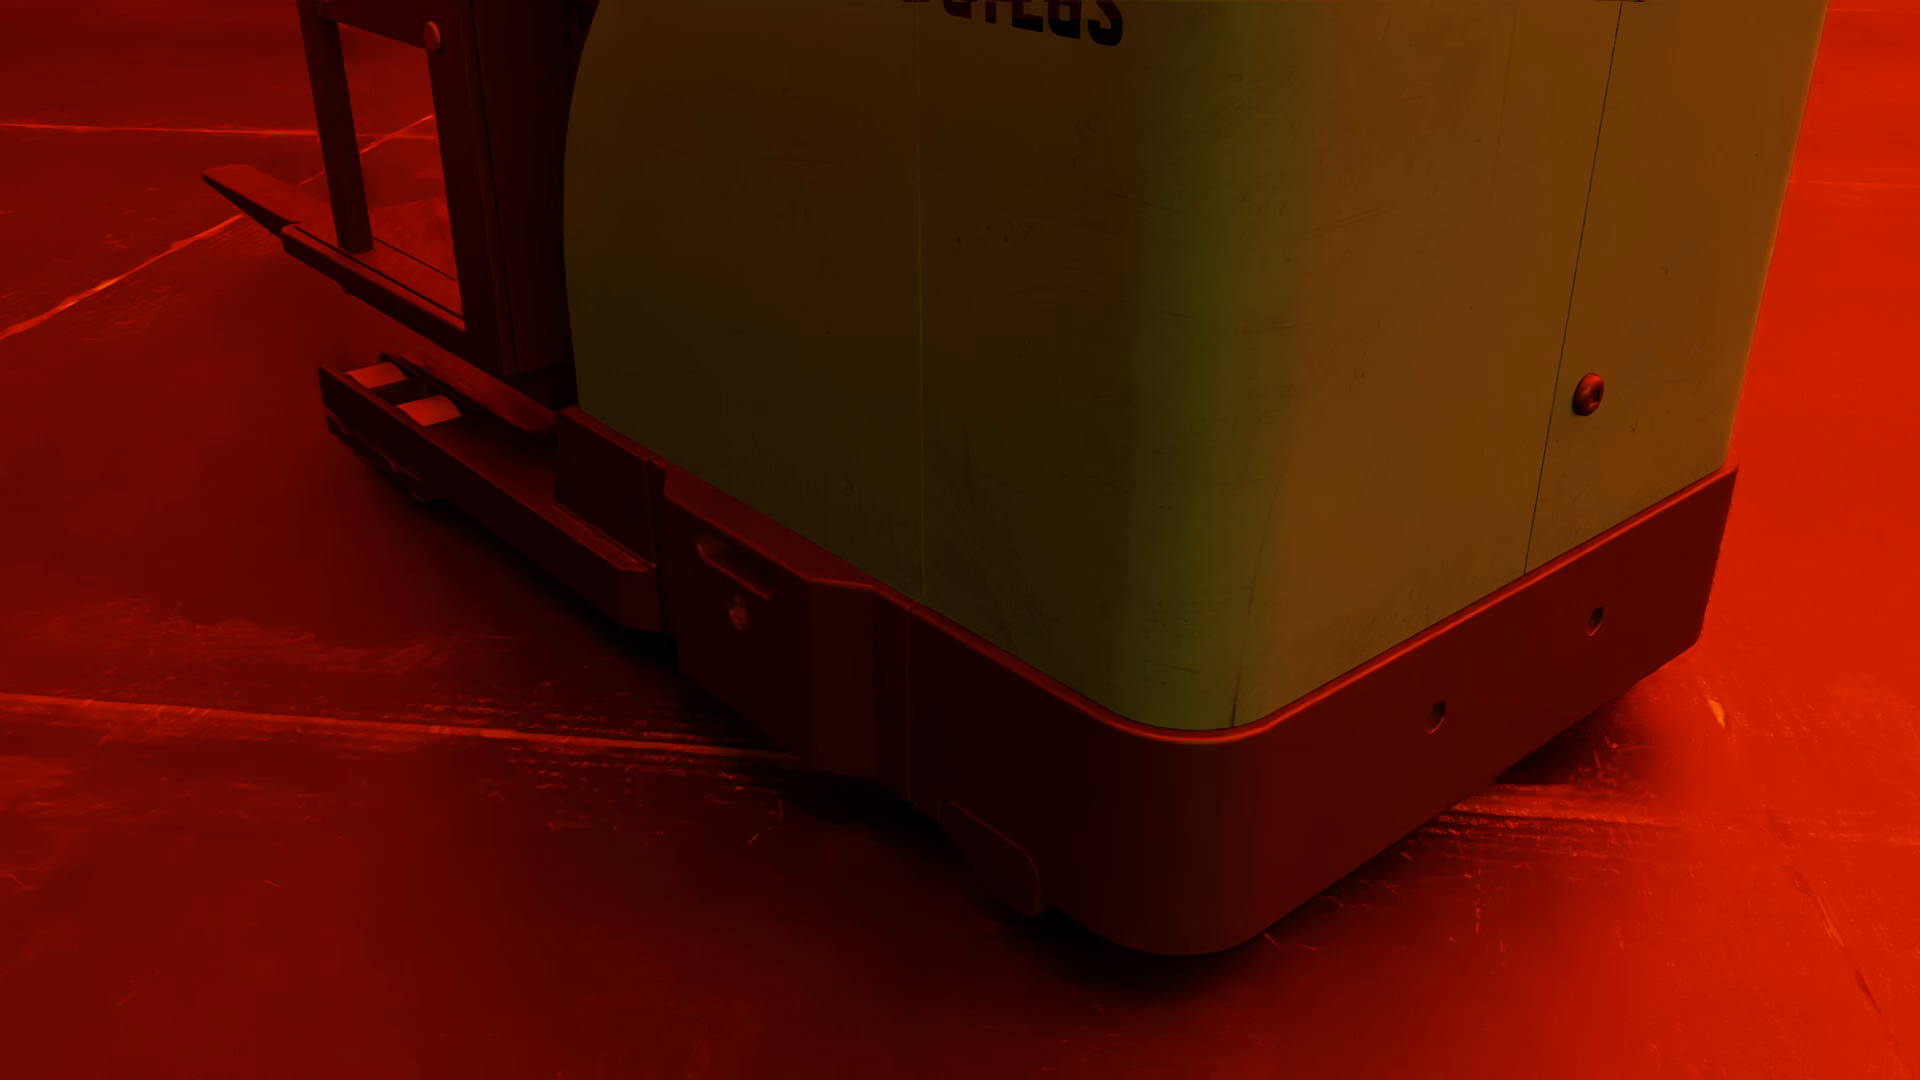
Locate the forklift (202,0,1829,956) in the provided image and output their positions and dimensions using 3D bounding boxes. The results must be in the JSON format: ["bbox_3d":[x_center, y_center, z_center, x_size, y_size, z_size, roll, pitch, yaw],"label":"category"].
[{"bbox_3d":[-0.399,-1.501,2.226,1.130,2.935,3.031,-21,33,-36],"label":"forklift"}]
